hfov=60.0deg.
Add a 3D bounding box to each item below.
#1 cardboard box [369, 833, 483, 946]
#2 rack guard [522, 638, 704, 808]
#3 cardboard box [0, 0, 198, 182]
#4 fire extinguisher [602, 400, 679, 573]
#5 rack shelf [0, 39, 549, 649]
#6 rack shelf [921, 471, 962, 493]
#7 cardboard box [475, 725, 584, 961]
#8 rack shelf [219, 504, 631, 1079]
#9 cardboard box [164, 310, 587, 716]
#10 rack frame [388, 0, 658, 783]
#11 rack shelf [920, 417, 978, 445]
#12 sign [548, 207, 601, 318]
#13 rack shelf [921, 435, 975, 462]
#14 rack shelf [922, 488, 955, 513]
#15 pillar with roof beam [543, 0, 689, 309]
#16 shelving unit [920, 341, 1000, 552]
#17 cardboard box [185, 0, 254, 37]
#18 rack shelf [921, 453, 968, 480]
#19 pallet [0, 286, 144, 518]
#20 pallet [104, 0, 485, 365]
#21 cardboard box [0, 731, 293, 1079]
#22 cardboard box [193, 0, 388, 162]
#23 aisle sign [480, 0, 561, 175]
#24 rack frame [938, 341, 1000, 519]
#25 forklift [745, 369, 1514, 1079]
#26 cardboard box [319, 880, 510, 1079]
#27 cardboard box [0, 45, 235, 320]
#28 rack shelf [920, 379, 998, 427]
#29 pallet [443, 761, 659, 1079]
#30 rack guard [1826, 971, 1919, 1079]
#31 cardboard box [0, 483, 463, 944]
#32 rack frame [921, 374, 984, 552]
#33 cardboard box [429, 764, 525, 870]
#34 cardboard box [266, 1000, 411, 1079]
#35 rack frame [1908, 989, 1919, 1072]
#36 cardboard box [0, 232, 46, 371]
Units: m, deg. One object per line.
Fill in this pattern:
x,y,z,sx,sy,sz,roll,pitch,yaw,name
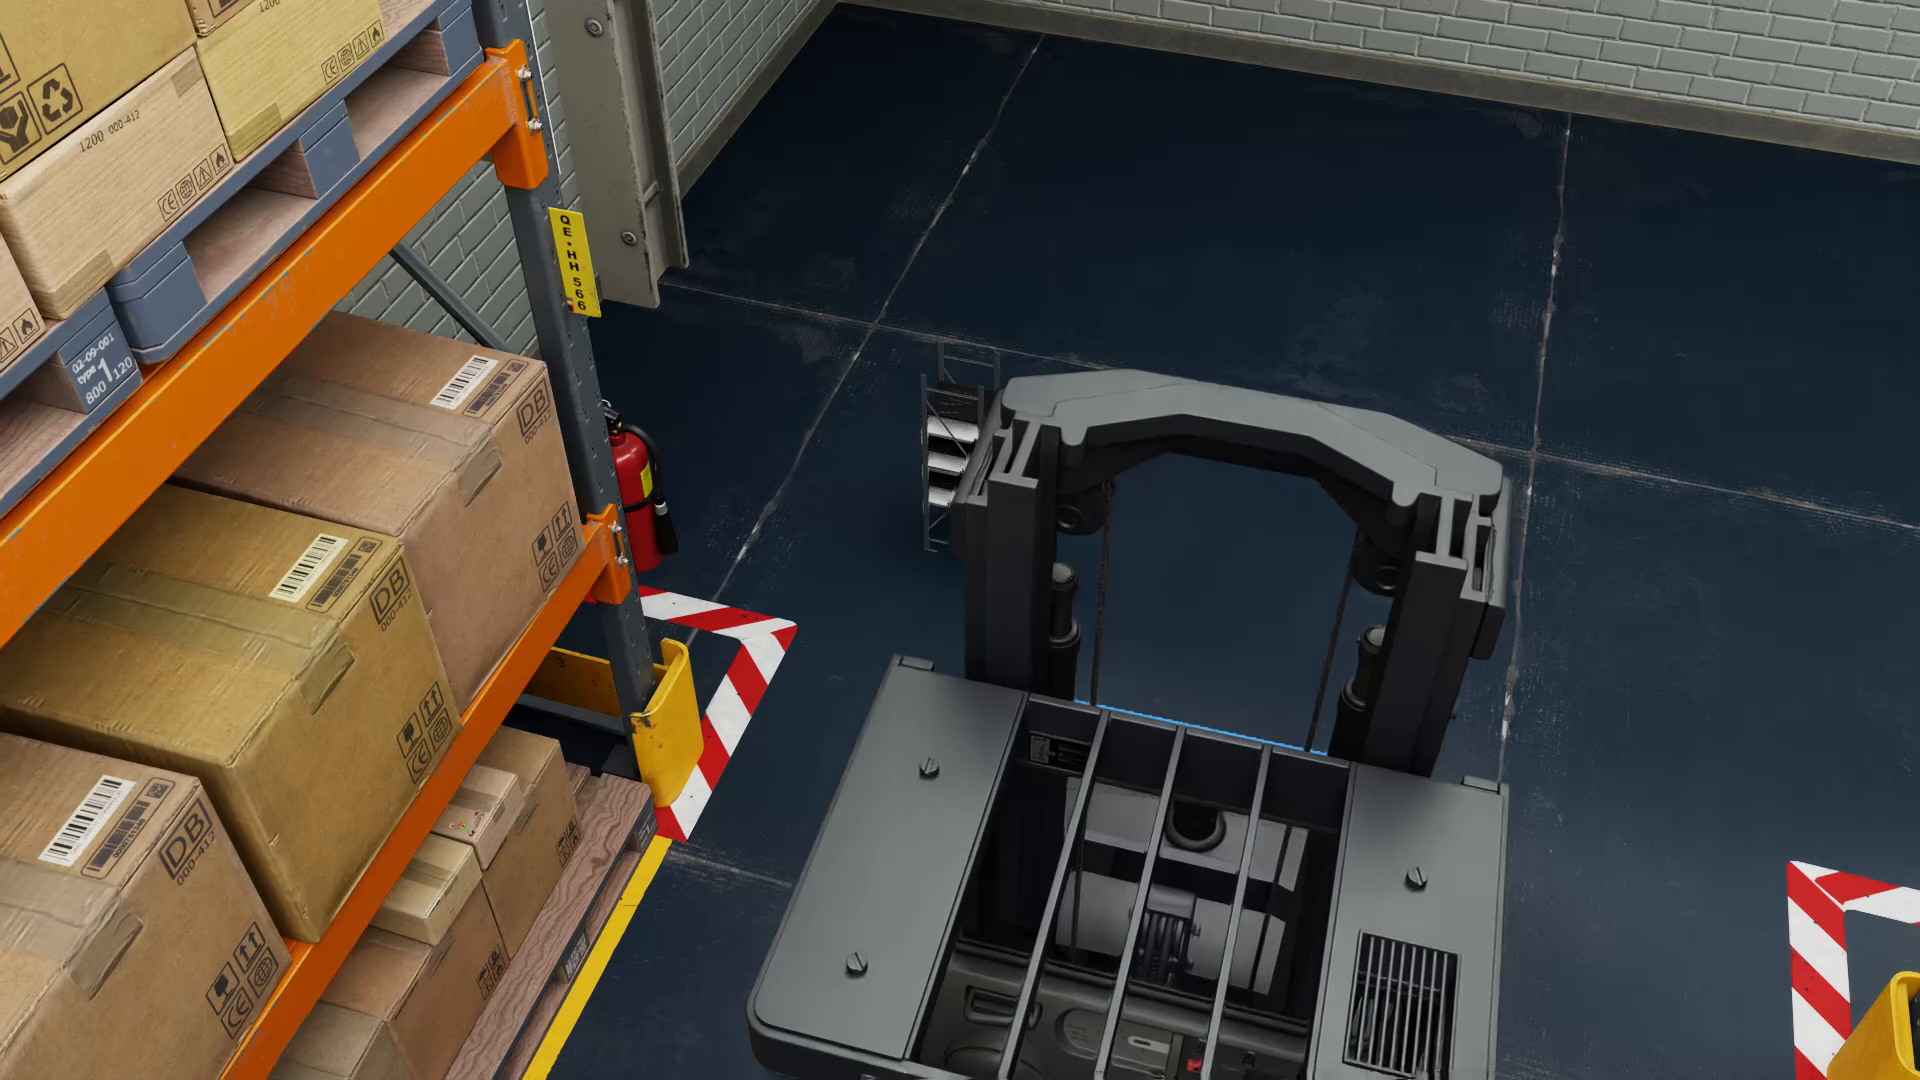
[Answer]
-1.580,0.946,4.662,0.380,0.149,0.250,14,46,14,cardboard box
-1.514,0.529,5.852,1.175,0.500,0.348,13,46,13,rack guard
-1.645,-0.944,2.624,0.500,0.500,0.500,14,46,14,cardboard box
-1.036,-0.190,5.121,0.296,0.674,0.183,13,46,13,fire extinguisher
-2.127,0.170,2.801,1.077,0.370,4.000,13,46,13,rack shelf
0.002,-0.239,6.527,0.258,0.077,0.200,13,46,13,rack shelf
-1.638,0.883,5.190,0.700,0.500,0.500,13,46,13,cardboard box
-2.127,1.242,3.850,1.077,0.370,4.000,13,46,13,rack shelf
-1.666,-0.113,4.507,0.980,0.700,0.700,14,46,14,cardboard box
-1.521,-0.348,4.961,1.000,3.000,0.127,13,46,13,rack frame
0.002,-0.432,6.338,0.258,0.077,0.200,13,46,13,rack shelf
-1.008,-0.723,4.346,0.100,0.325,0.005,13,46,13,sign
0.002,-0.368,6.401,0.258,0.077,0.200,13,46,13,rack shelf
0.002,-0.175,6.590,0.258,0.077,0.200,13,46,13,rack shelf
2.575,-3.563,3.958,9.100,9.000,0.400,13,46,13,pillar with roof beam
0.002,-0.327,6.441,0.258,0.900,0.210,13,46,13,shelving unit
-1.483,-1.275,2.963,0.500,0.500,0.500,12,46,12,cardboard box
0.002,-0.303,6.464,0.258,0.077,0.200,13,46,13,rack shelf
-2.104,-0.076,2.602,1.003,0.211,1.213,13,46,13,pallet
-1.736,-0.892,3.435,1.003,0.211,1.213,13,46,13,pallet
-2.116,0.880,3.491,0.980,0.700,0.700,10,45,11,cardboard box
-1.490,-1.008,3.226,0.500,0.250,0.500,14,46,14,cardboard box
-1.214,-1.262,4.036,0.394,0.787,0.004,13,46,13,aisle sign
0.033,-0.395,6.510,0.240,0.900,0.006,13,46,13,rack frame
0.316,1.245,3.382,1.130,2.935,3.031,11,45,11,forklift
-1.789,1.216,4.849,0.700,0.500,0.500,12,46,12,cardboard box
-1.647,-0.661,2.872,0.500,0.250,0.500,11,45,11,cardboard box
0.002,-0.496,6.275,0.258,0.077,0.200,13,46,13,rack shelf
-1.689,1.198,5.375,1.003,0.211,1.213,13,46,13,pallet
3.178,1.643,4.714,1.175,0.500,0.348,13,46,13,rack guard
-1.876,0.374,4.009,0.980,0.700,0.700,12,46,12,cardboard box
-0.028,-0.259,6.372,0.240,0.900,0.006,13,46,13,rack frame
-1.503,0.775,4.836,0.380,0.149,0.250,12,46,12,cardboard box
-1.941,1.552,4.506,0.700,0.500,0.500,11,45,11,cardboard box
3.201,0.699,3.891,1.000,3.000,0.127,13,46,13,rack frame
-1.800,-0.313,2.516,0.500,0.250,0.500,11,45,11,cardboard box
